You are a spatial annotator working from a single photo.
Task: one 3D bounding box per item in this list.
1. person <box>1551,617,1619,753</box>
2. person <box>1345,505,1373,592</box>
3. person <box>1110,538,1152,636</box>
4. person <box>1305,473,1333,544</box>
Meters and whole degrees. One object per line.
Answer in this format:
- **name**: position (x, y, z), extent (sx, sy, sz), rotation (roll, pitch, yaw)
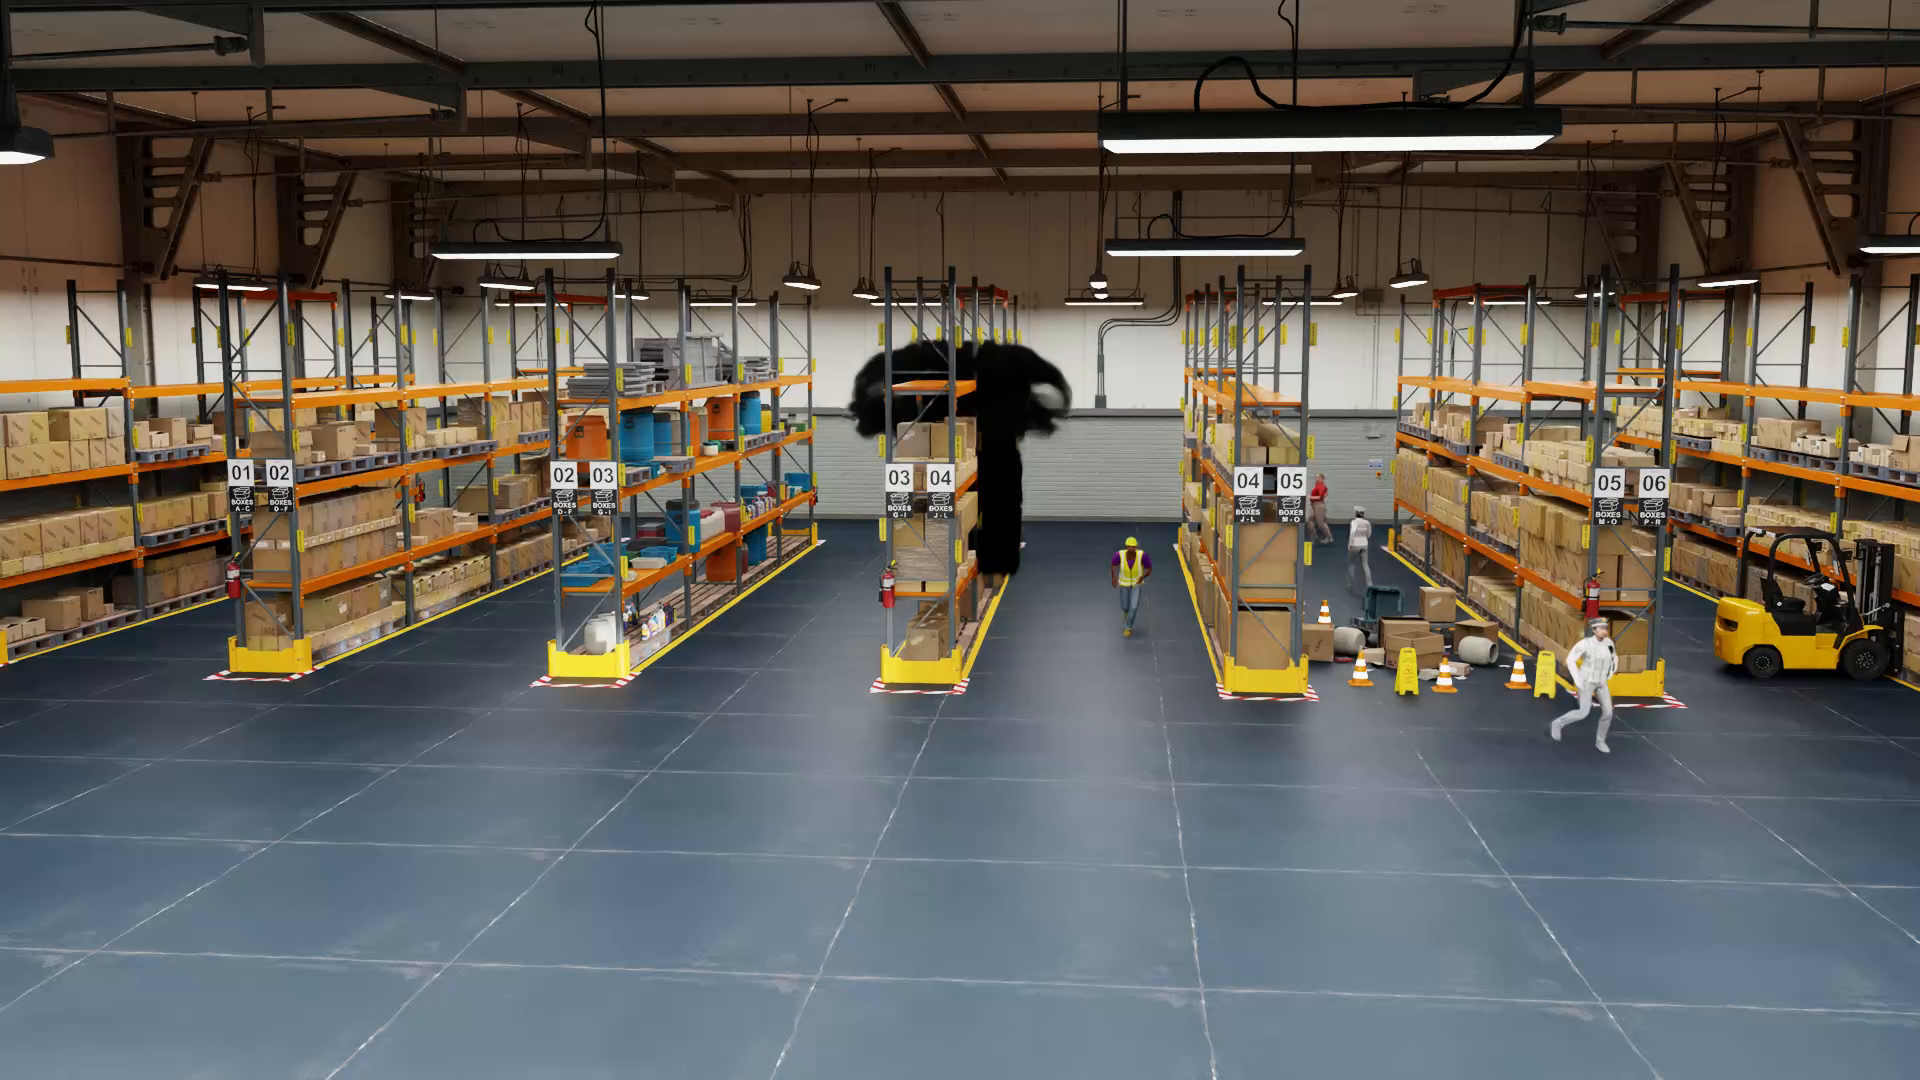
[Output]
- **person**: position (7.695, 1.756, 20.315), extent (0.792, 1.682, 0.591), rotation (-2, 7, -19)
- **person**: position (7.843, 0.186, 32.629), extent (0.585, 1.720, 0.883), rotation (-2, 7, -12)
- **person**: position (2.894, 0.773, 28.145), extent (0.696, 1.691, 0.819), rotation (0, 7, 4)
- **person**: position (8.658, -0.726, 40.274), extent (0.742, 1.785, 0.633), rotation (0, 7, -2)
